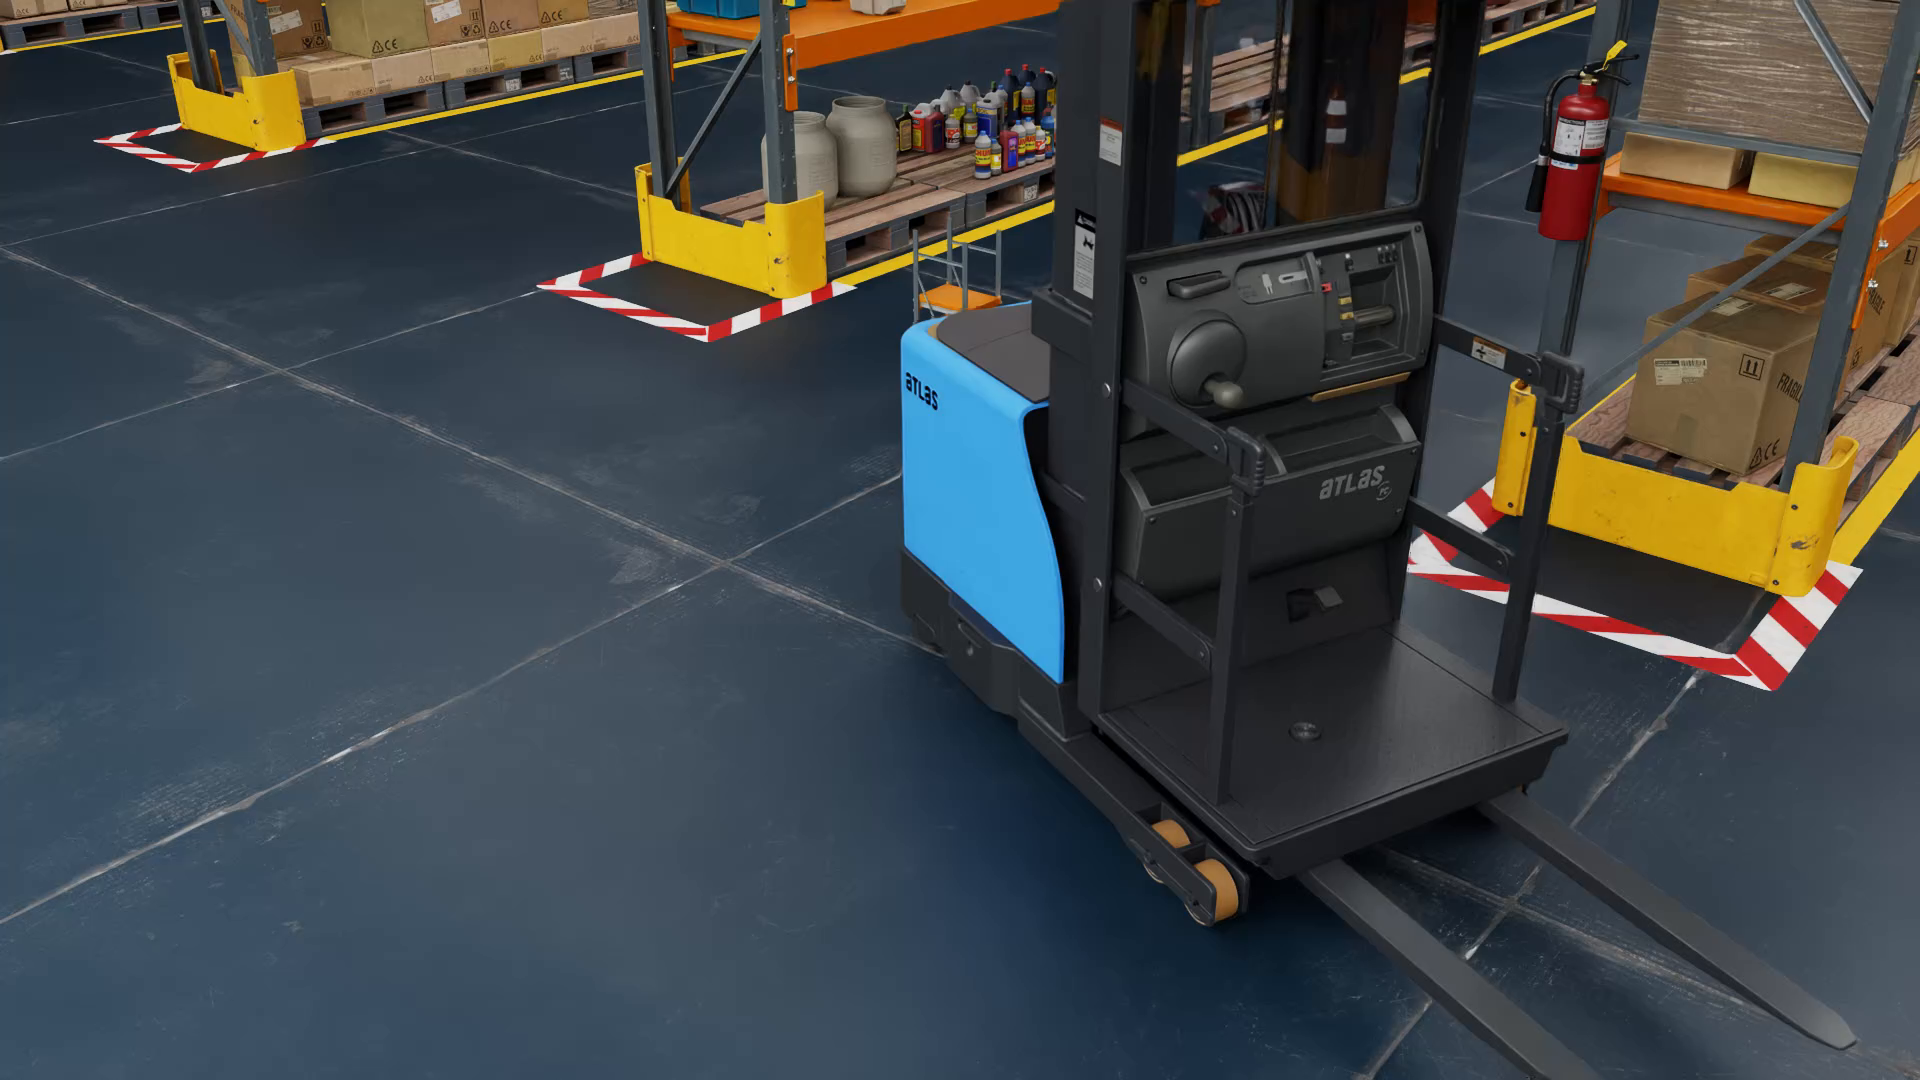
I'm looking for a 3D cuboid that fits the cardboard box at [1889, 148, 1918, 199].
[{"bbox_3d":[3.104,-1.326,5.822,0.380,0.149,0.250,21,34,34],"label":"cardboard box"}]

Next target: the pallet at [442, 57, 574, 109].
[{"bbox_3d":[-3.846,-3.695,13.163,1.003,0.211,1.213,21,34,34],"label":"pallet"}]

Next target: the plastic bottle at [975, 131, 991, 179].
[{"bbox_3d":[0.137,-2.306,9.934,0.097,0.271,0.097,0,27,0],"label":"plastic bottle"}]

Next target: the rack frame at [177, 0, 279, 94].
[{"bbox_3d":[-5.077,-4.220,11.142,1.000,3.000,0.127,21,34,34],"label":"rack frame"}]

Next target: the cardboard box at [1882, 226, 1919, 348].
[{"bbox_3d":[4.131,-1.239,7.644,0.500,0.500,0.500,17,32,30],"label":"cardboard box"}]

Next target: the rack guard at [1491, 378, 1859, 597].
[{"bbox_3d":[2.613,-0.240,6.169,1.175,0.500,0.348,21,34,34],"label":"rack guard"}]

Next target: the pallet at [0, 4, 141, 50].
[{"bbox_3d":[-8.309,-4.732,15.168,1.003,0.211,1.213,21,34,34],"label":"pallet"}]

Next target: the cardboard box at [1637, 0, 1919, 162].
[{"bbox_3d":[2.936,-1.687,5.813,0.875,0.500,0.500,21,34,34],"label":"cardboard box"}]

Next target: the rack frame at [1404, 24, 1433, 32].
[{"bbox_3d":[3.832,-5.607,13.824,1.000,3.000,0.127,21,34,34],"label":"rack frame"}]

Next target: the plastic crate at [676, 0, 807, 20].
[{"bbox_3d":[-1.169,-2.970,8.887,0.499,0.251,0.616,21,34,34],"label":"plastic crate"}]

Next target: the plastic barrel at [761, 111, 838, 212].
[{"bbox_3d":[-0.897,-2.108,9.311,0.421,0.512,0.421,0,27,0],"label":"plastic barrel"}]

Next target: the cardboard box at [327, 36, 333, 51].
[{"bbox_3d":[-4.655,-3.642,12.561,0.500,0.250,0.500,21,34,34],"label":"cardboard box"}]

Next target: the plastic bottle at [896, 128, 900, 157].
[{"bbox_3d":[-0.427,-2.502,10.389,0.097,0.201,0.097,0,27,0],"label":"plastic bottle"}]

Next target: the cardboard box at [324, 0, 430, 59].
[{"bbox_3d":[-4.247,-3.821,12.091,0.500,0.500,0.500,21,34,34],"label":"cardboard box"}]

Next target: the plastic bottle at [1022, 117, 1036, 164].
[{"bbox_3d":[0.419,-2.463,10.237,0.097,0.271,0.097,0,27,0],"label":"plastic bottle"}]

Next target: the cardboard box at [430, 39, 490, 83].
[{"bbox_3d":[-3.930,-3.666,12.606,0.500,0.250,0.500,21,34,34],"label":"cardboard box"}]

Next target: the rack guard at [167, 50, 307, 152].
[{"bbox_3d":[-5.092,-3.101,11.700,1.175,0.500,0.348,21,34,34],"label":"rack guard"}]

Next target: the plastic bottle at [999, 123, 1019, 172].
[{"bbox_3d":[0.295,-2.386,10.076,0.061,0.283,0.133,21,34,35],"label":"plastic bottle"}]

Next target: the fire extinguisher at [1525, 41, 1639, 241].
[{"bbox_3d":[2.137,-1.383,5.743,0.296,0.674,0.183,21,34,34],"label":"fire extinguisher"}]

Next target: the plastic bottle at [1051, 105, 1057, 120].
[{"bbox_3d":[0.666,-2.623,10.541,0.152,0.276,0.135,21,34,35],"label":"plastic bottle"}]

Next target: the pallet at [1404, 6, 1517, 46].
[{"bbox_3d":[4.301,-4.660,15.029,1.003,0.211,1.213,21,34,34],"label":"pallet"}]

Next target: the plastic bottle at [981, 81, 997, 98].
[{"bbox_3d":[0.197,-2.900,11.068,0.061,0.283,0.133,23,35,37],"label":"plastic bottle"}]

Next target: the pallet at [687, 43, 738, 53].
[{"bbox_3d":[-2.094,-4.672,15.051,1.003,0.211,1.213,21,34,34],"label":"pallet"}]

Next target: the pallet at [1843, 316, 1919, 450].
[{"bbox_3d":[3.934,-0.820,7.605,1.003,0.211,1.213,21,34,34],"label":"pallet"}]

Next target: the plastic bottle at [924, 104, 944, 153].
[{"bbox_3d":[-0.163,-2.589,10.468,0.061,0.283,0.133,21,34,34],"label":"plastic bottle"}]

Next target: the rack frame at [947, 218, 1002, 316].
[{"bbox_3d":[0.049,-0.560,6.027,0.240,1.200,0.006,21,34,34],"label":"rack frame"}]

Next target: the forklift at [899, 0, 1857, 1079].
[{"bbox_3d":[0.949,-0.542,4.109,1.130,2.935,3.031,-14,31,-25],"label":"forklift"}]

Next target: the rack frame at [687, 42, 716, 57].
[{"bbox_3d":[-2.532,-5.638,13.884,1.000,3.000,0.127,21,34,34],"label":"rack frame"}]

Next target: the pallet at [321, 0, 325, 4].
[{"bbox_3d":[-6.757,-5.597,16.840,1.003,0.211,1.213,21,34,34],"label":"pallet"}]

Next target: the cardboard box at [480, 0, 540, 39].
[{"bbox_3d":[-3.608,-4.174,12.773,0.500,0.500,0.500,21,34,34],"label":"cardboard box"}]

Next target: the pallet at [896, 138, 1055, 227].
[{"bbox_3d":[0.052,-2.290,10.447,1.003,0.211,1.213,21,34,34],"label":"pallet"}]

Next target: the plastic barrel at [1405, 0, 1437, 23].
[{"bbox_3d":[4.130,-5.008,14.571,0.600,0.830,0.708,21,34,34],"label":"plastic barrel"}]

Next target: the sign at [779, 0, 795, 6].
[{"bbox_3d":[-0.835,-2.731,7.964,0.100,0.325,0.005,21,34,34],"label":"sign"}]

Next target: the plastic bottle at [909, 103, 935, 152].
[{"bbox_3d":[-0.245,-2.617,10.530,0.152,0.276,0.135,21,34,35],"label":"plastic bottle"}]

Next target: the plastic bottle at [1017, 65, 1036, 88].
[{"bbox_3d":[0.454,-3.043,11.271,0.144,0.351,0.185,22,34,36],"label":"plastic bottle"}]

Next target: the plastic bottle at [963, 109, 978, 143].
[{"bbox_3d":[0.066,-2.673,10.719,0.097,0.201,0.097,0,27,0],"label":"plastic bottle"}]

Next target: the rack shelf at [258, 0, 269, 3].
[{"bbox_3d":[-3.804,-4.609,12.678,1.077,0.370,4.000,21,34,34],"label":"rack shelf"}]

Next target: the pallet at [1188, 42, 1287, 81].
[{"bbox_3d":[2.533,-3.675,13.123,1.003,0.211,1.213,21,34,34],"label":"pallet"}]

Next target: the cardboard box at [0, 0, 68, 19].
[{"bbox_3d":[-8.392,-4.886,14.878,0.500,0.311,0.500,17,32,29],"label":"cardboard box"}]

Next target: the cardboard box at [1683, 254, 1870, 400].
[{"bbox_3d":[3.329,-0.838,6.868,0.500,0.500,0.500,-18,32,-31],"label":"cardboard box"}]

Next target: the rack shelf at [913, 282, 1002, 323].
[{"bbox_3d":[-0.009,-0.808,5.819,0.258,0.103,0.180,21,34,34],"label":"rack shelf"}]

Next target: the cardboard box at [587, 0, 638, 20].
[{"bbox_3d":[-2.986,-4.534,13.469,0.500,0.500,0.500,21,34,34],"label":"cardboard box"}]

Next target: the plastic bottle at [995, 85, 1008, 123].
[{"bbox_3d":[0.269,-2.878,11.038,0.097,0.271,0.097,0,27,0],"label":"plastic bottle"}]

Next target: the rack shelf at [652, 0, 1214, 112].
[{"bbox_3d":[0.015,-3.160,9.877,1.077,0.370,4.000,21,34,34],"label":"rack shelf"}]

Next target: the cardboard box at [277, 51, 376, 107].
[{"bbox_3d":[-4.564,-3.310,11.919,0.500,0.250,0.500,21,34,34],"label":"cardboard box"}]

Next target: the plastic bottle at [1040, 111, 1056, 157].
[{"bbox_3d":[0.547,-2.535,10.376,0.097,0.271,0.097,0,27,0],"label":"plastic bottle"}]

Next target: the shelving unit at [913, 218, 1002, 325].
[{"bbox_3d":[-0.009,-0.528,5.964,0.258,1.200,0.189,21,34,34],"label":"shelving unit"}]

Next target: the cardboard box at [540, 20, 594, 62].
[{"bbox_3d":[-3.291,-4.019,13.289,0.500,0.250,0.500,21,34,34],"label":"cardboard box"}]

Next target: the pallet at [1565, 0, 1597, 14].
[{"bbox_3d":[5.853,-5.525,16.701,1.003,0.211,1.213,21,34,34],"label":"pallet"}]

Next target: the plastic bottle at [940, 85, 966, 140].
[{"bbox_3d":[-0.055,-2.759,10.723,0.144,0.351,0.185,22,35,36],"label":"plastic bottle"}]

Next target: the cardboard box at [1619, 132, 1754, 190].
[{"bbox_3d":[2.587,-1.373,5.913,0.380,0.149,0.250,21,34,34],"label":"cardboard box"}]

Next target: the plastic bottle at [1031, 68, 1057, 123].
[{"bbox_3d":[0.565,-3.001,11.190,0.144,0.351,0.185,21,34,34],"label":"plastic bottle"}]

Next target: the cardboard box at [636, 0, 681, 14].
[{"bbox_3d":[-2.659,-4.375,13.978,0.500,0.250,0.500,21,34,34],"label":"cardboard box"}]
